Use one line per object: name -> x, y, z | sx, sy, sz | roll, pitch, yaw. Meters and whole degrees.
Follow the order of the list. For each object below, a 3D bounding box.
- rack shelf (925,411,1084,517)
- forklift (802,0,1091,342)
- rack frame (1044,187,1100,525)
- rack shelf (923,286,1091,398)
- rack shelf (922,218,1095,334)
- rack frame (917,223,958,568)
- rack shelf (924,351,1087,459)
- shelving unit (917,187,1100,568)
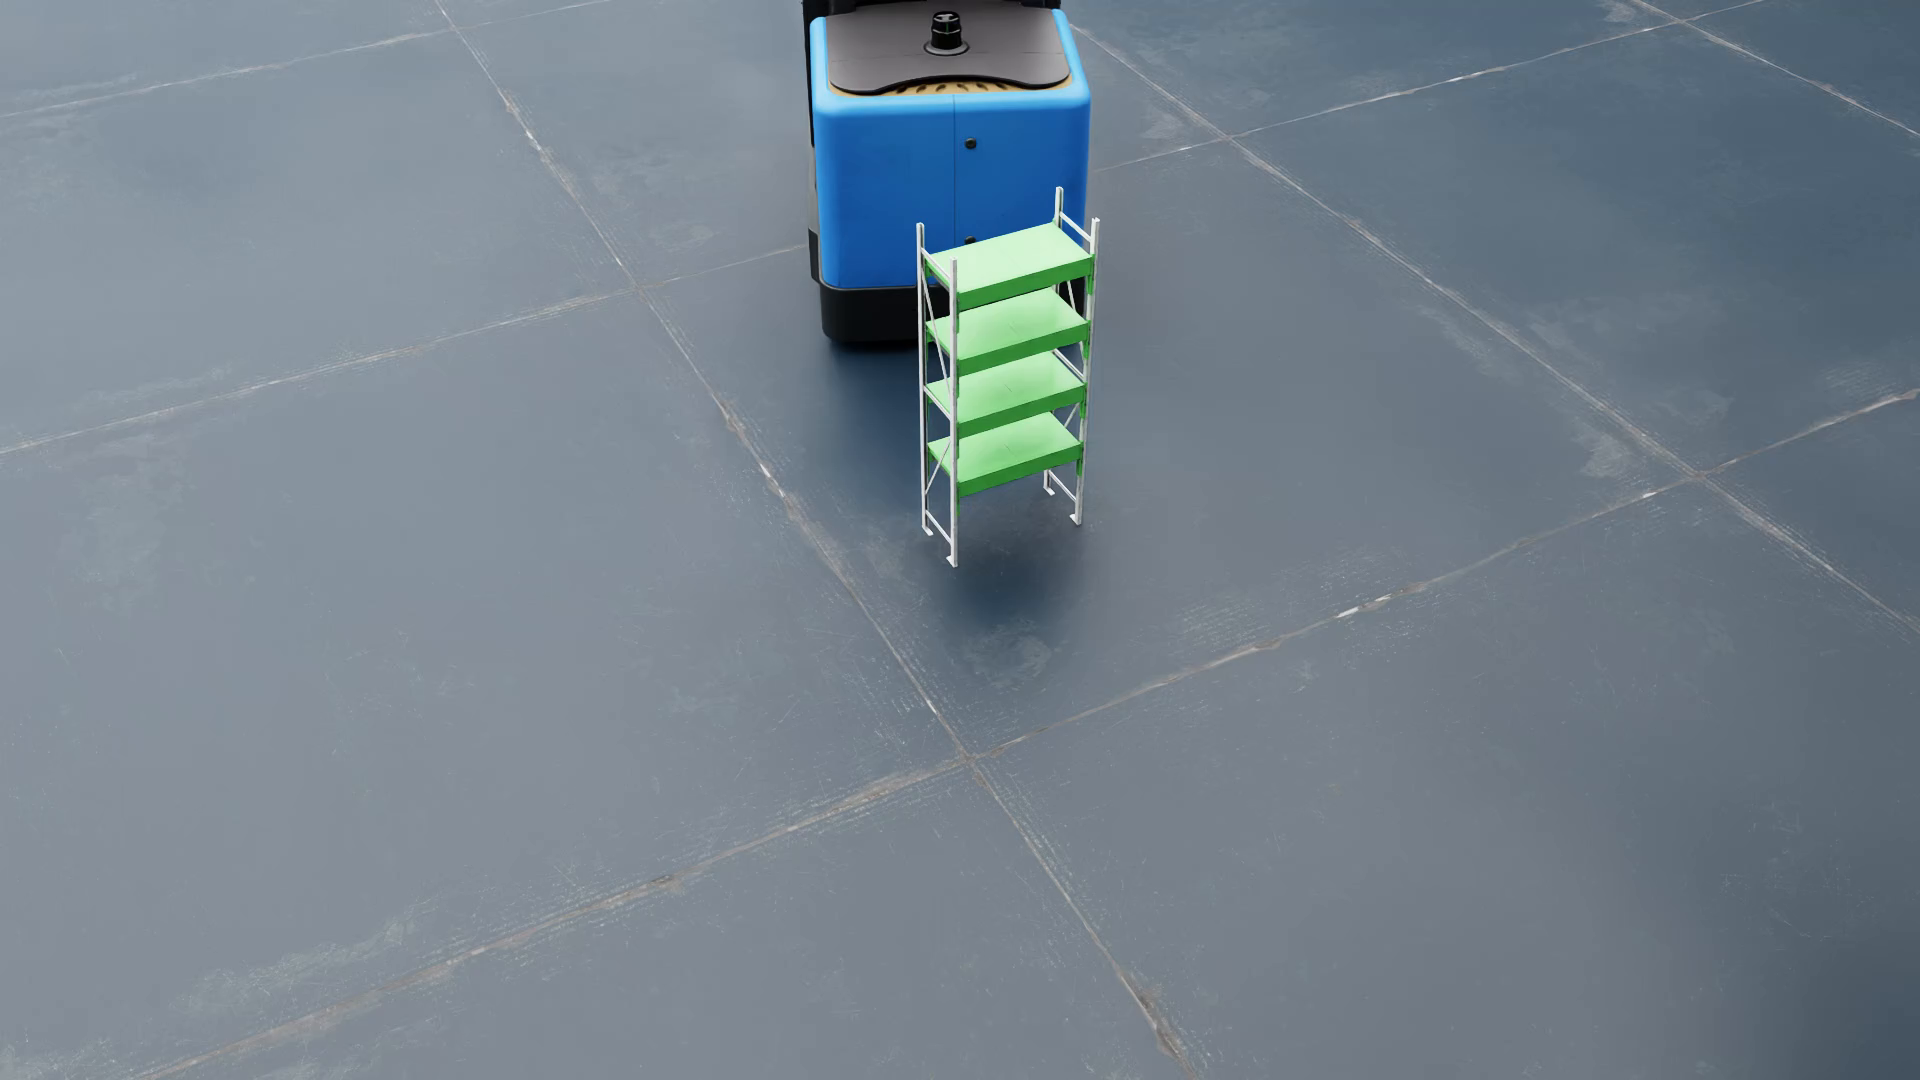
rack shelf -> 0.147, -0.275, 5.633 | 0.480, 0.148, 0.258 | -19, 44, -21
forklift -> -0.143, -2.843, 6.856 | 1.130, 2.935, 3.031 | -3, 40, -4
rack frame -> 0.363, -0.580, 5.523 | 0.015, 1.200, 0.240 | -19, 44, -21
rack shelf -> 0.147, -0.642, 5.323 | 0.480, 0.148, 0.258 | -19, 44, -21
rack shelf -> 0.147, -0.825, 5.168 | 0.480, 0.148, 0.258 | -19, 44, -21
rack frame -> -0.070, -0.435, 5.351 | 0.015, 1.200, 0.240 | -19, 44, -21
rack shelf -> 0.147, -0.459, 5.478 | 0.480, 0.148, 0.258 | -19, 44, -21
shelving unit -> 0.147, -0.507, 5.437 | 0.503, 1.200, 0.258 | -19, 44, -21
